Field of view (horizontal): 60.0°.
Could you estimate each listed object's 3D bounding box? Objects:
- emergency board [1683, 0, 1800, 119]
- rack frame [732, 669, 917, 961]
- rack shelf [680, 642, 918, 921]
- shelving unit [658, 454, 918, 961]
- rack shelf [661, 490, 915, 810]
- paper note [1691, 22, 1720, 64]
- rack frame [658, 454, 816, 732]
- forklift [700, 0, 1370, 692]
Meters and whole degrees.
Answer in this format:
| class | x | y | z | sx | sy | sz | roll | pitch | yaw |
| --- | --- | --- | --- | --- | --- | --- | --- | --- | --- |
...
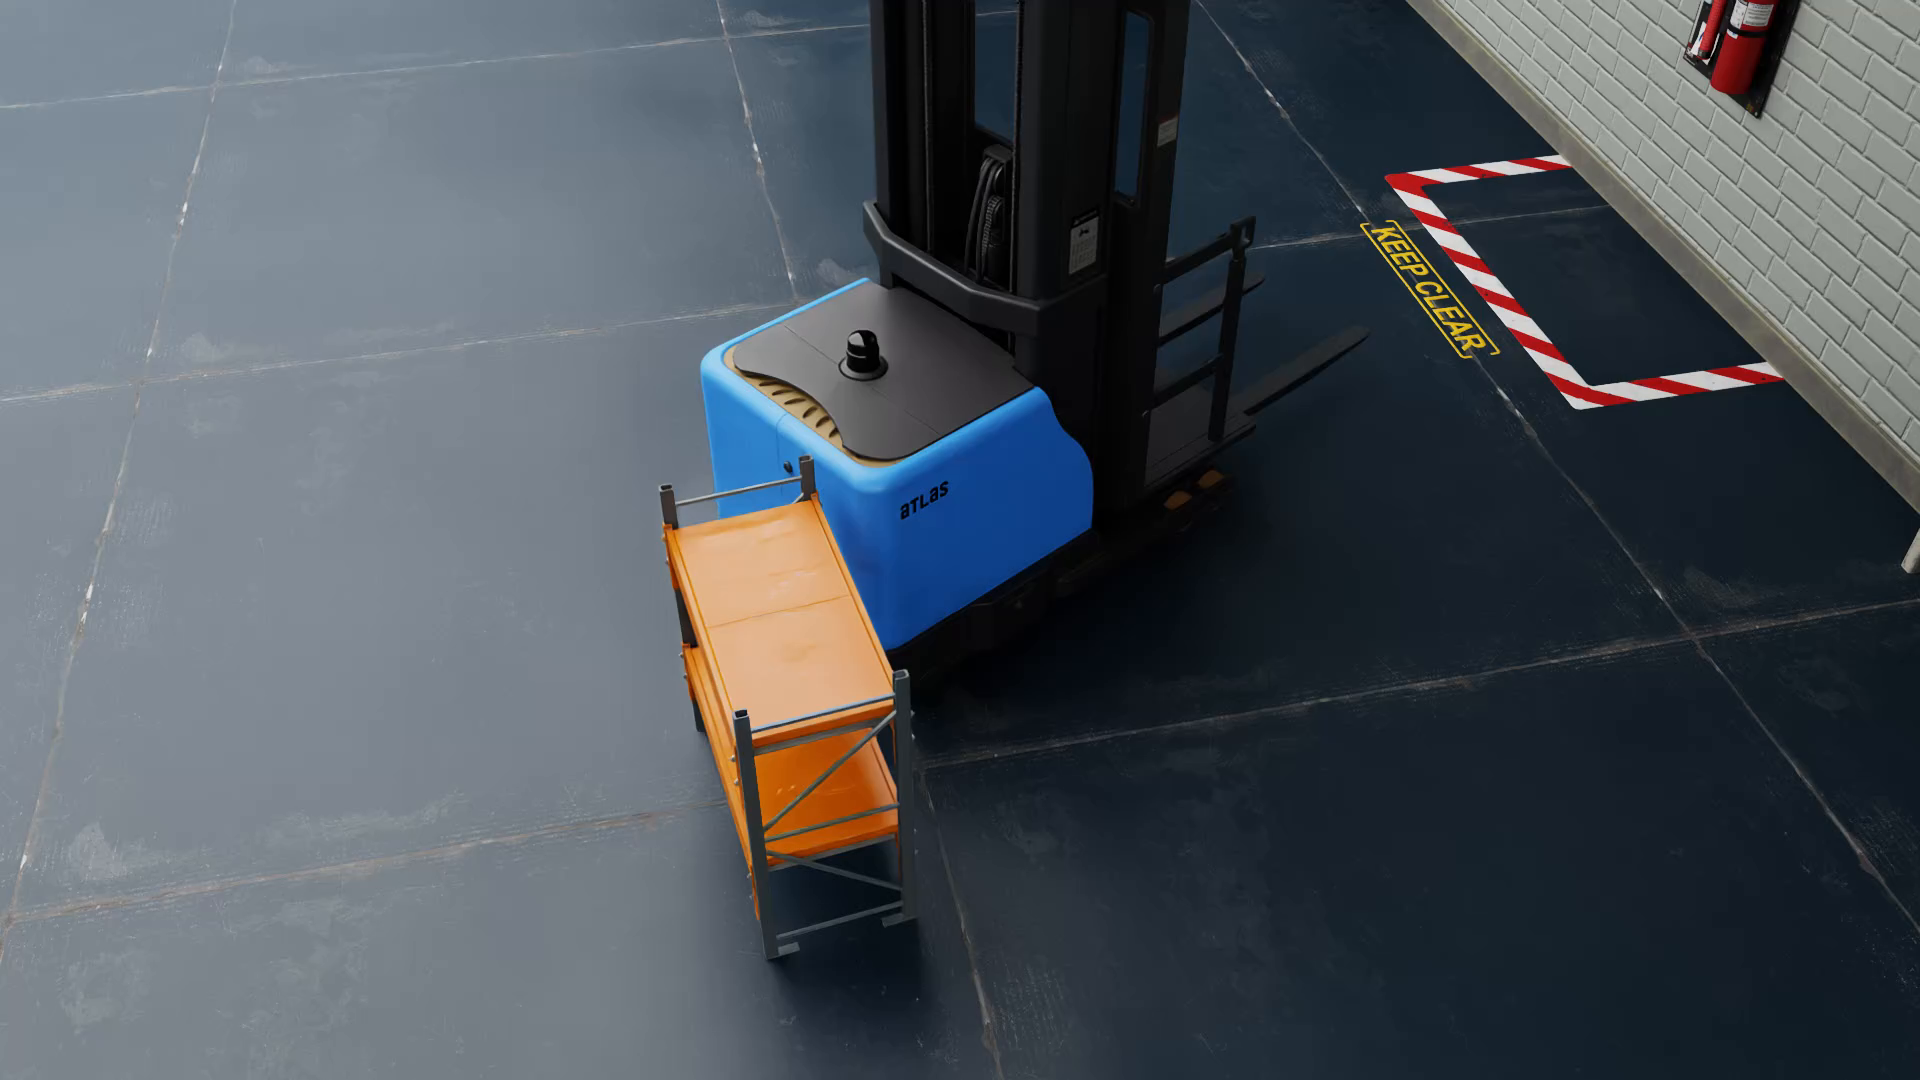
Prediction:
| class | x | y | z | sx | sy | sz | roll | pitch | yaw |
| --- | --- | --- | --- | --- | --- | --- | --- | --- | --- |
| emergency board | 3.451 | -2.526 | 7.336 | 0.194 | 1.169 | 0.643 | -8 | 42 | -9 |
| rack frame | -0.381 | 0.844 | 4.952 | 0.500 | 1.125 | 0.032 | -13 | 43 | -14 |
| rack shelf | -0.547 | 0.708 | 5.473 | 0.538 | 0.278 | 1.000 | -13 | 43 | -14 |
| shelving unit | -0.547 | 0.525 | 5.311 | 0.538 | 1.125 | 1.048 | -13 | 43 | -14 |
| rack shelf | -0.547 | 0.306 | 5.117 | 0.538 | 0.278 | 1.000 | -13 | 43 | -14 |
| paper note | 3.481 | -2.321 | 7.769 | 0.016 | 0.148 | 0.142 | -8 | 42 | -9 |
| rack frame | -0.712 | 0.206 | 5.671 | 0.500 | 1.125 | 0.032 | -13 | 43 | -14 |
| forklift | 0.497 | -1.364 | 6.079 | 3.031 | 2.935 | 1.130 | -31 | 50 | -30 |
